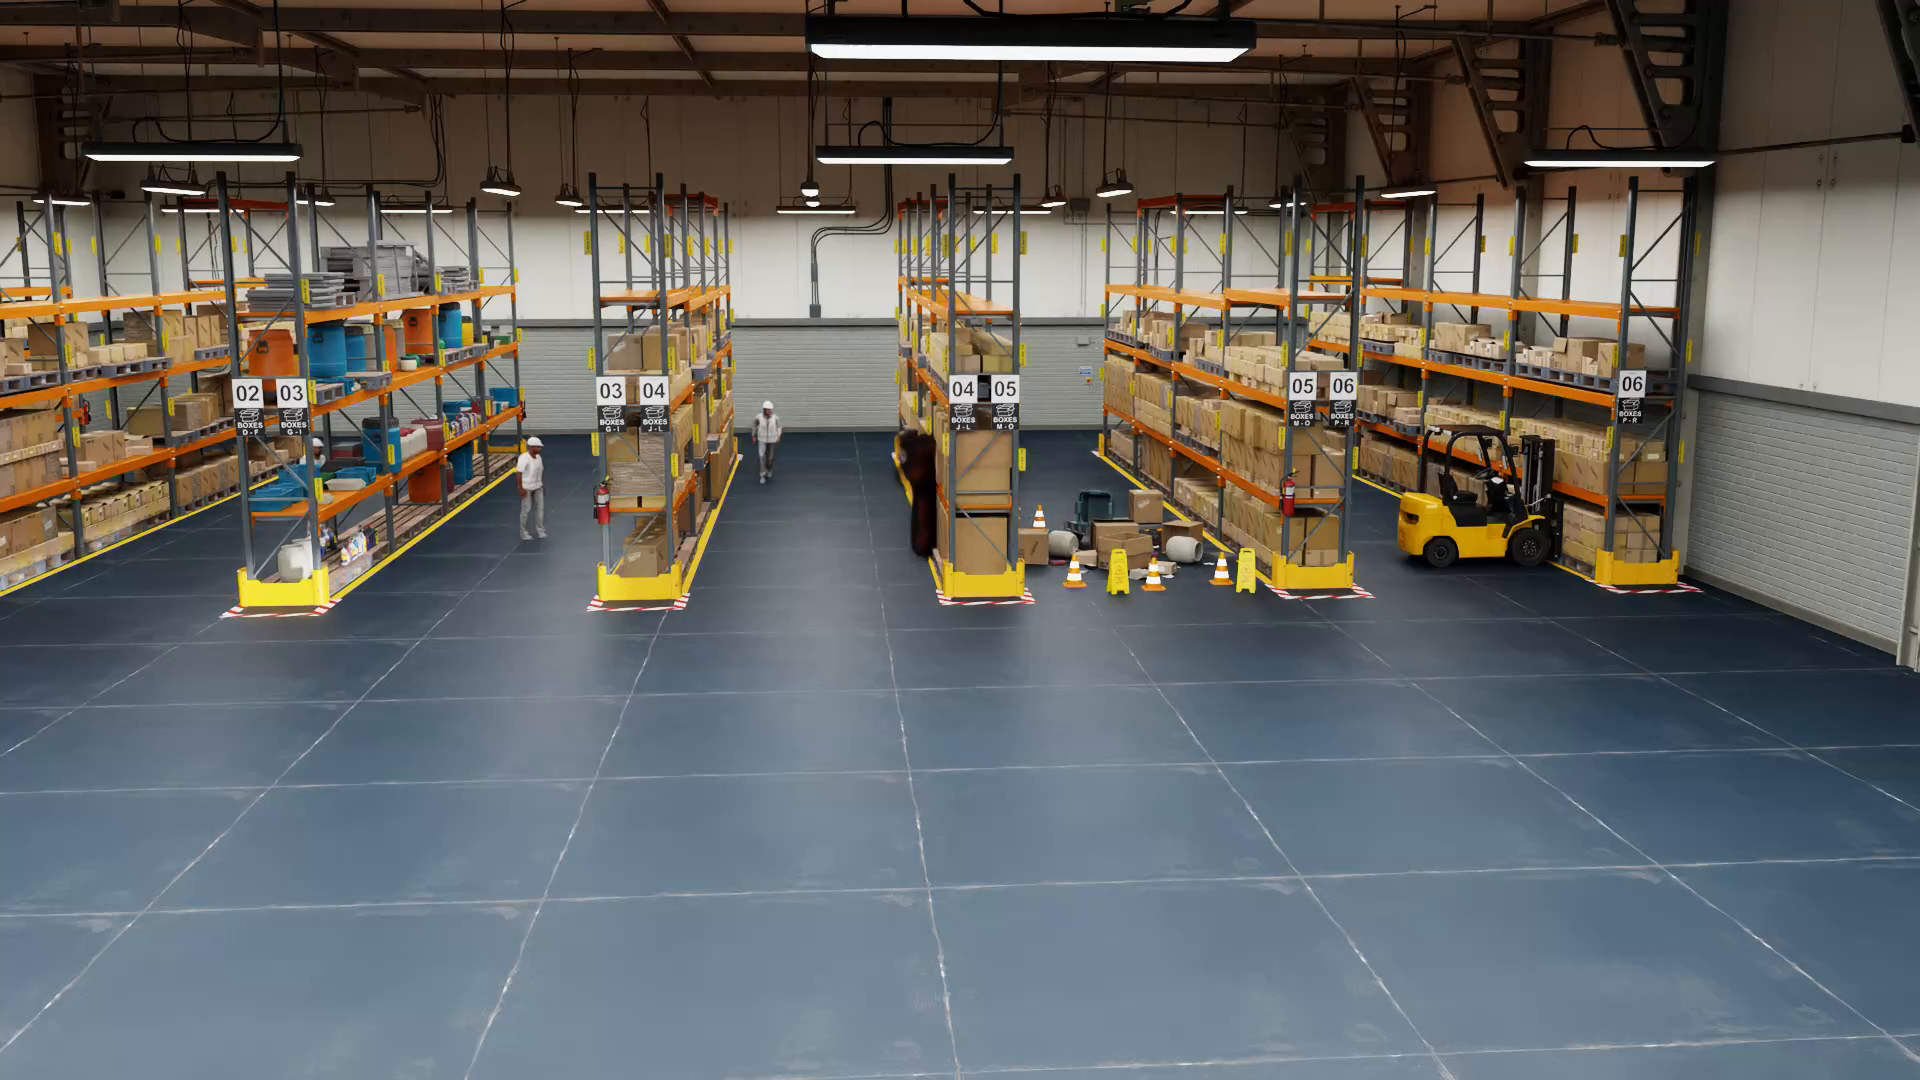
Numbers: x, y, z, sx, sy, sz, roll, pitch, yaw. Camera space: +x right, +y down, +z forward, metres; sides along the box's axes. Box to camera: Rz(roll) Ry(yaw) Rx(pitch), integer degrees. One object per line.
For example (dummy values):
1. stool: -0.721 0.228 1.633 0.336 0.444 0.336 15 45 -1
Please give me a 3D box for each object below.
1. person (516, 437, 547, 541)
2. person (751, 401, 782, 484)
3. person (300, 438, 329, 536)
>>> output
1. person: -7.387 -0.889 28.678 0.432 1.780 0.614 9 13 40
2. person: -4.173 -2.135 35.872 0.657 1.747 0.992 -1 10 -5
3. person: -10.992 -0.821 28.459 0.563 1.839 0.447 -8 13 -39
